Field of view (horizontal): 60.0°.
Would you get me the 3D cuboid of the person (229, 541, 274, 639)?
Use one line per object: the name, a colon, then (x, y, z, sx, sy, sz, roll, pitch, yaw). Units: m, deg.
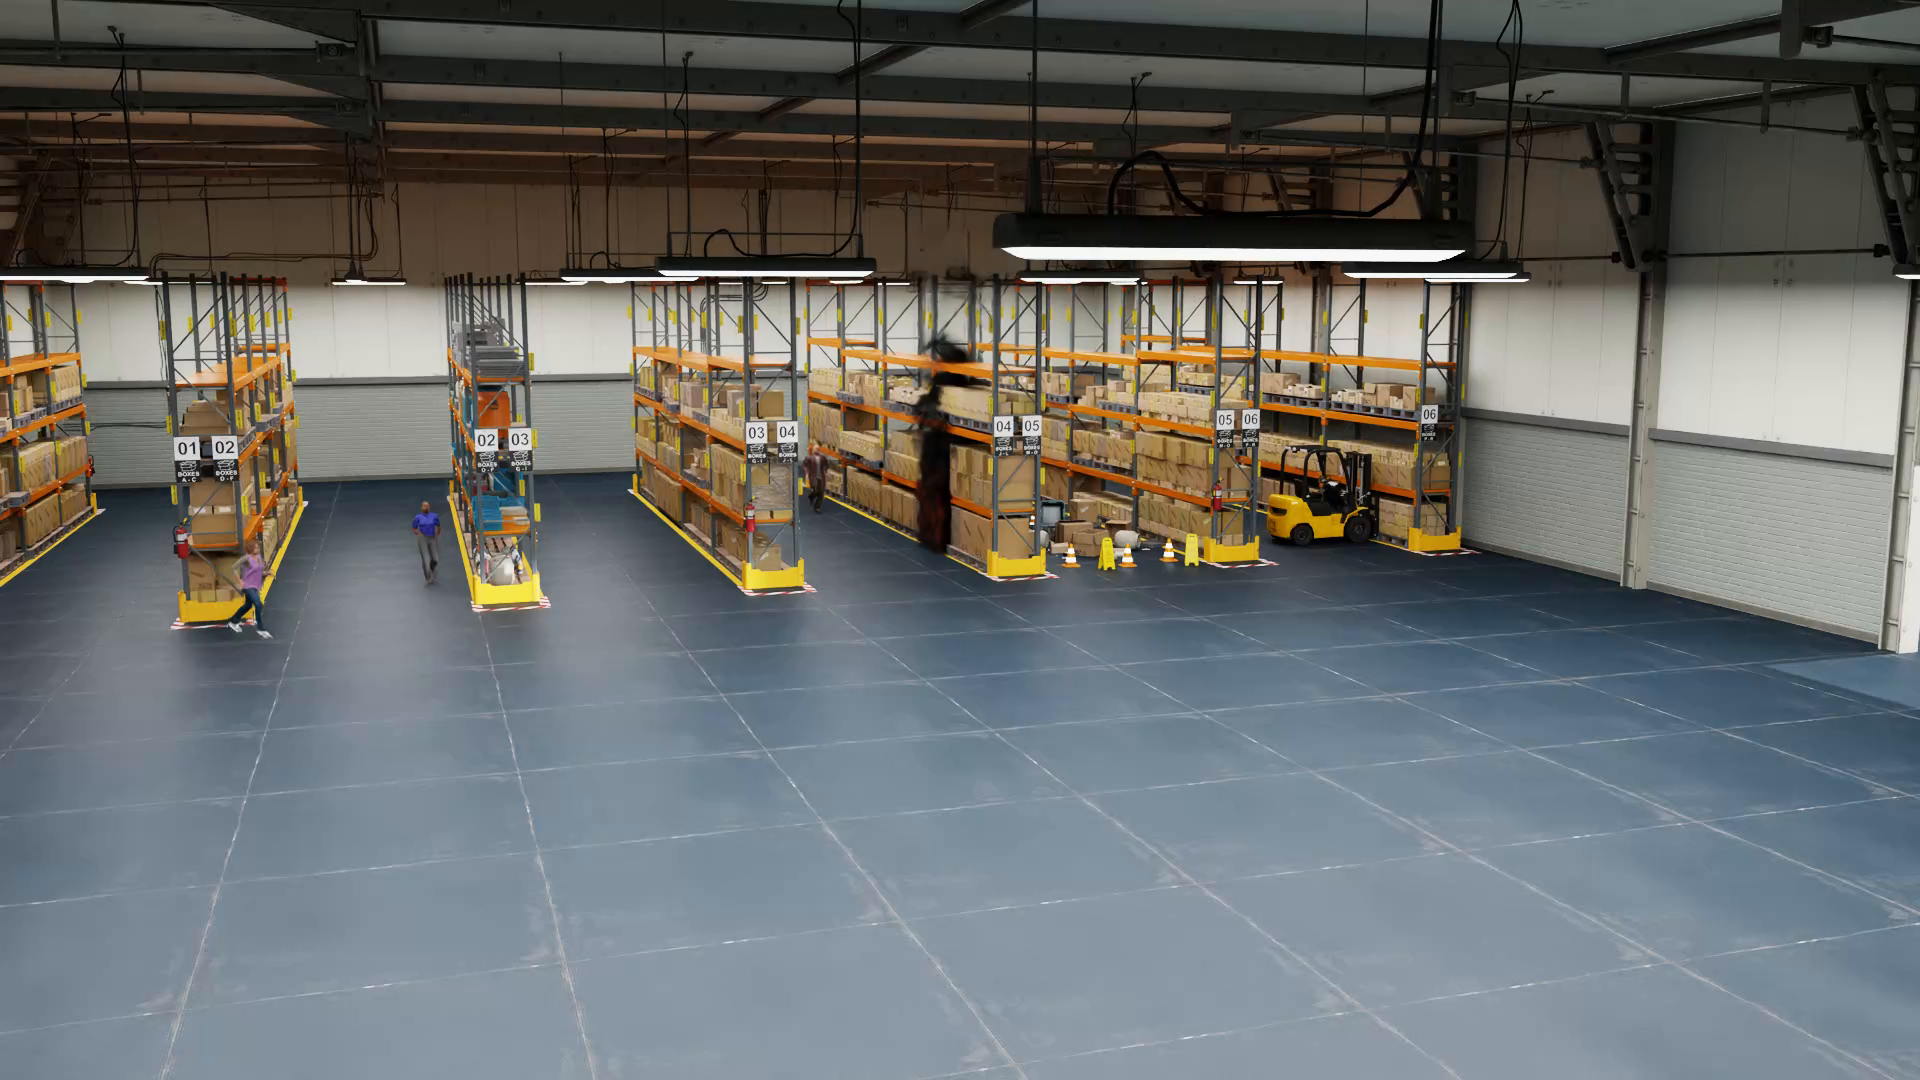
person: (-11.735, 0.818, 27.451, 0.850, 1.623, 0.481, 1, 9, 8)

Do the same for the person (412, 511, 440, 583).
person: (-10.416, 0.133, 32.544, 0.535, 1.402, 0.501, -4, 9, -25)

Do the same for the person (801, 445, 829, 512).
person: (-3.683, -1.579, 42.789, 0.708, 1.730, 0.635, -4, 9, -24)
